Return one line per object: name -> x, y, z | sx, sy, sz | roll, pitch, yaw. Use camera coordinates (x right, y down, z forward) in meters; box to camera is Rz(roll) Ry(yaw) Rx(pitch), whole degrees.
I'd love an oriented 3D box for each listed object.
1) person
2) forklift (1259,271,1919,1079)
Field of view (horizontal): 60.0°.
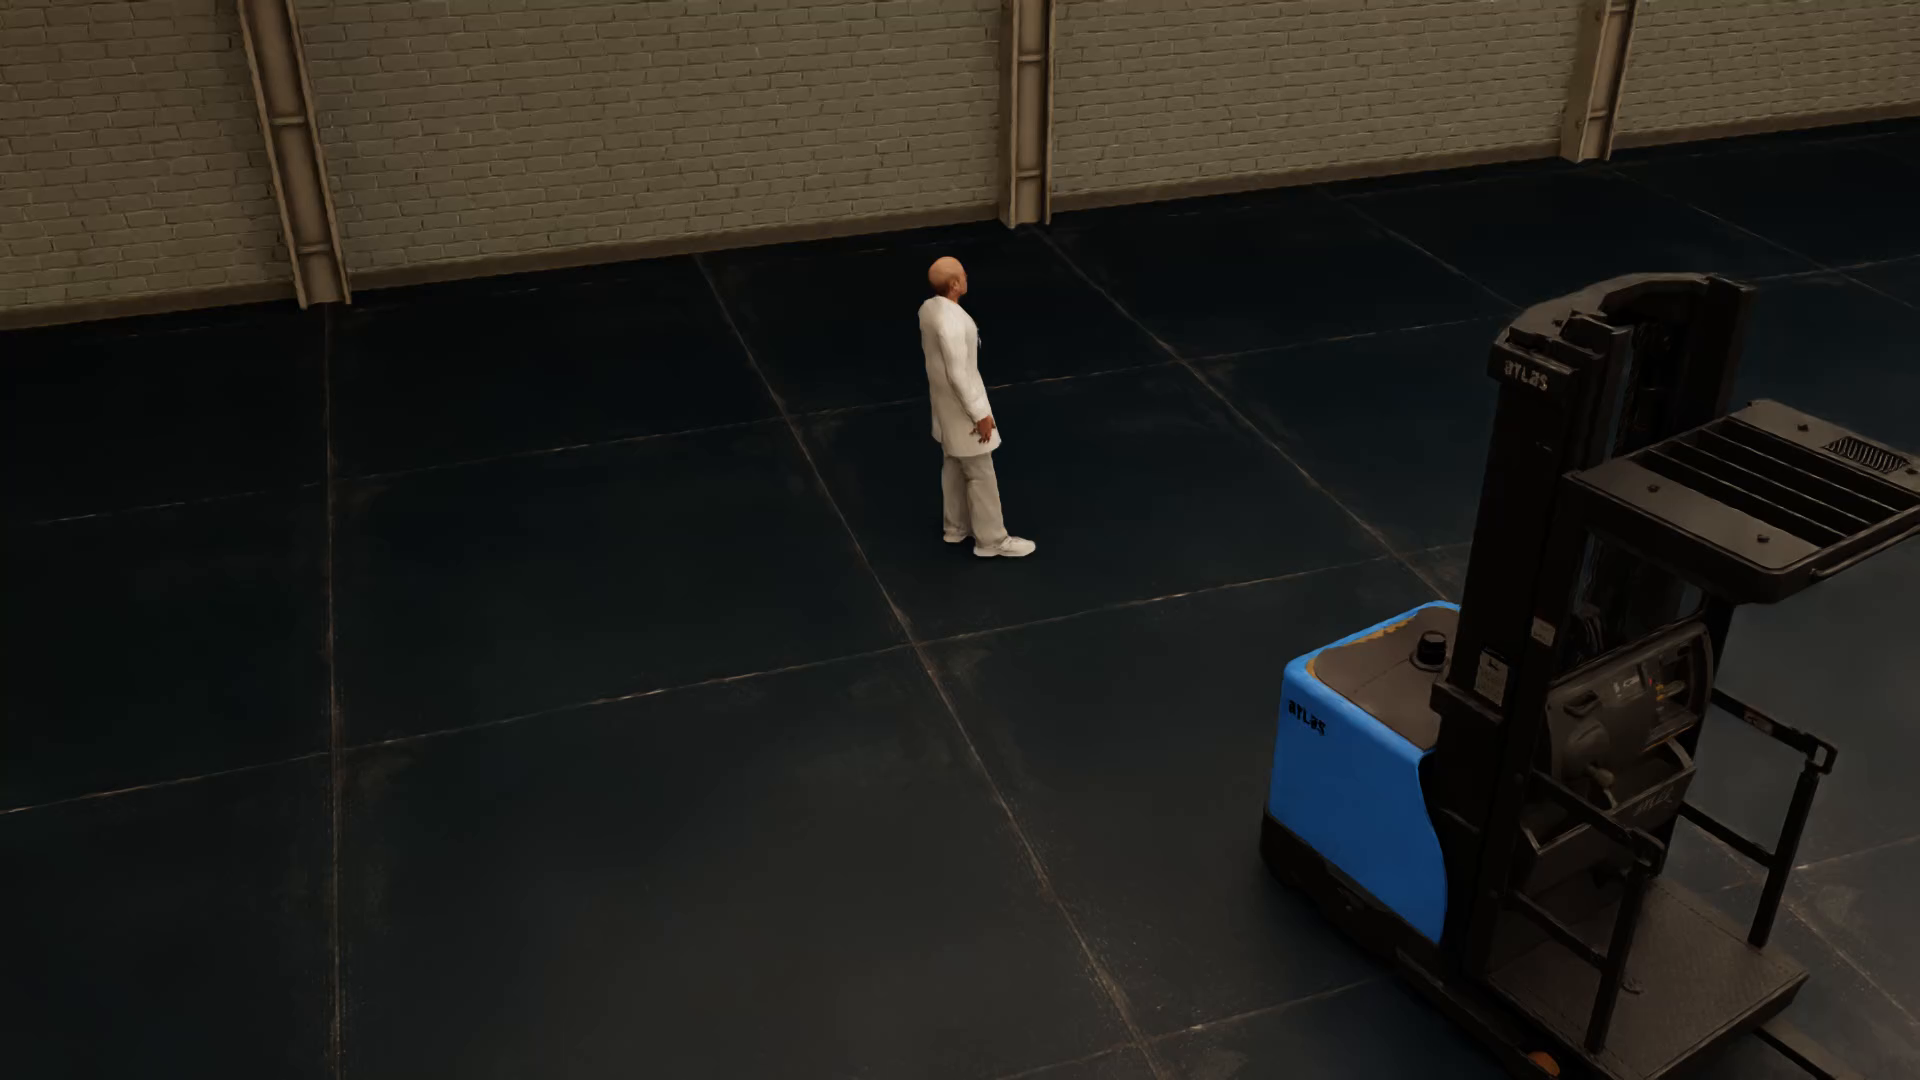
person -> 0.088, -0.789, 9.600 | 0.579, 1.776, 0.694 | -10, 31, -16
forklift -> 2.575, 0.655, 5.949 | 1.130, 2.935, 3.031 | -18, 35, -29
